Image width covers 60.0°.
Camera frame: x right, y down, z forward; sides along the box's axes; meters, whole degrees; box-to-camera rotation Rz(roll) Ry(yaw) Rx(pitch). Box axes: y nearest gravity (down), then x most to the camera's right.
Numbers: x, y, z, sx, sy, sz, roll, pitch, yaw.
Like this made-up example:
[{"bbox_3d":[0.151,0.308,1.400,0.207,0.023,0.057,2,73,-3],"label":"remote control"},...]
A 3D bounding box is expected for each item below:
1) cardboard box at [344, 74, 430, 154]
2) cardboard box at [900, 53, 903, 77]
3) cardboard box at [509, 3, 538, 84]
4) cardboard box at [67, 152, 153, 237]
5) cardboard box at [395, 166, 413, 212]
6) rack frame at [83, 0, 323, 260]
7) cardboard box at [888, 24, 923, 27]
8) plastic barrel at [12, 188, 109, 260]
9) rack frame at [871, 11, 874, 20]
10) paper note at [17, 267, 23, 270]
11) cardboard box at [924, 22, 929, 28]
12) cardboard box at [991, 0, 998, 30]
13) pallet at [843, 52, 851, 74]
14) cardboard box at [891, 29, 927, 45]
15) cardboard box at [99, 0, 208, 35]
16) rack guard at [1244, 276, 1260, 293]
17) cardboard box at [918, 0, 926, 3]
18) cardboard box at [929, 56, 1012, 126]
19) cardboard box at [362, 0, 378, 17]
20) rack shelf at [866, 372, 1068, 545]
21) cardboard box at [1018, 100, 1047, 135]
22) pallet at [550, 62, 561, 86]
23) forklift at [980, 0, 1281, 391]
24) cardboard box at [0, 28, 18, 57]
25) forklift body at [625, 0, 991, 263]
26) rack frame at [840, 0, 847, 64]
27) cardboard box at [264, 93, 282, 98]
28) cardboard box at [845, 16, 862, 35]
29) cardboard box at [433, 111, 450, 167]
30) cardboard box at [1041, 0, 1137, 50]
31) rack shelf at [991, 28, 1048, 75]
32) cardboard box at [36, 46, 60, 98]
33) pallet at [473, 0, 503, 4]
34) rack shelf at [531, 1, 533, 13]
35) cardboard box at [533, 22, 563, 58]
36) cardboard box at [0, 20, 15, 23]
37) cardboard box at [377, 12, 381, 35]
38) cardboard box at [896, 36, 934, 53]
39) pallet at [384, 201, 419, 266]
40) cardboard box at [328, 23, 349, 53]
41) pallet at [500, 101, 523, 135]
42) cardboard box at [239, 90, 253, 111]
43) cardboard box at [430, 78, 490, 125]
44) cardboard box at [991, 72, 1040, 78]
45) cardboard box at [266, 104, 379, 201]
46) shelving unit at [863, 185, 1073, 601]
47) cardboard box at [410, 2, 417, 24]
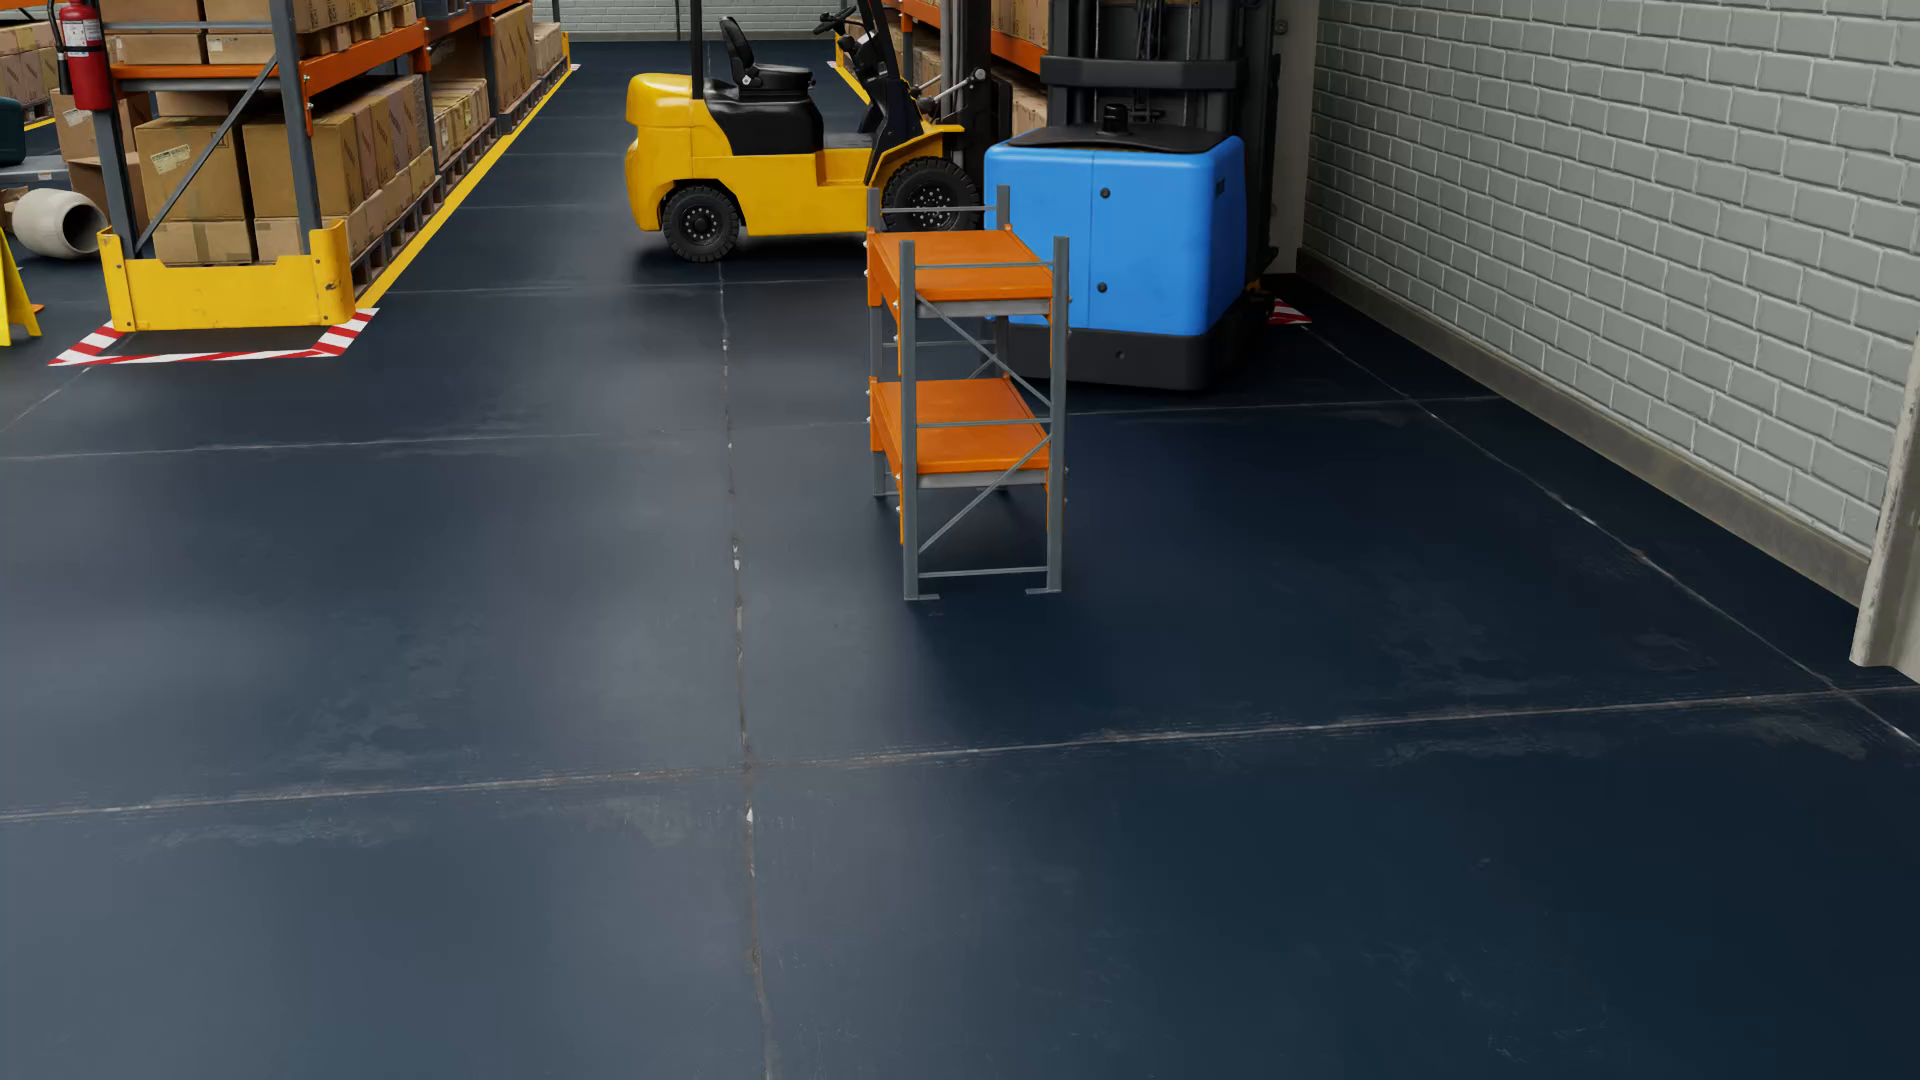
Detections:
[{"bbox_3d":[-4.050,-2.995,11.707,0.500,0.500,0.500,-3,21,-9],"label":"cardboard box"},{"bbox_3d":[-0.340,-4.725,17.051,0.500,0.500,0.500,-2,21,-6],"label":"cardboard box"},{"bbox_3d":[-5.385,-5.687,19.093,0.875,0.875,0.875,-2,21,-6],"label":"cardboard box"},{"bbox_3d":[-5.593,-2.317,11.202,0.500,0.500,0.500,12,24,29],"label":"cardboard box"},{"bbox_3d":[-3.894,-2.284,10.874,0.500,0.250,0.500,-3,21,-7],"label":"cardboard box"},{"bbox_3d":[-3.824,-2.542,8.234,1.000,3.000,0.127,-3,21,-8],"label":"rack frame"},{"bbox_3d":[-0.637,-5.866,19.179,0.380,0.149,0.250,-3,21,-9],"label":"cardboard box"},{"bbox_3d":[-5.620,-1.974,10.396,0.512,0.421,0.421,12,24,30],"label":"plastic barrel"},{"bbox_3d":[-0.643,-6.948,20.032,1.000,3.000,0.127,-3,21,-8],"label":"rack frame"},{"bbox_3d":[-5.732,-1.645,10.107,0.032,0.001,0.123,-3,21,-8],"label":"paper note"},{"bbox_3d":[-0.218,-5.990,19.513,0.380,0.149,0.250,-3,21,-7],"label":"cardboard box"},{"bbox_3d":[0.482,-3.704,11.202,0.500,0.500,0.500,-3,21,-8],"label":"cardboard box"},{"bbox_3d":[-1.093,-6.724,23.419,1.003,0.211,1.213,-3,21,-8],"label":"pallet"},{"bbox_3d":[-0.551,-5.512,18.231,0.380,0.149,0.250,-4,21,-10],"label":"cardboard box"},{"bbox_3d":[-4.175,-2.902,8.631,0.500,0.500,0.500,-3,21,-9],"label":"cardboard box"},{"bbox_3d":[1.091,-1.614,9.323,1.175,0.500,0.348,-3,21,-8],"label":"rack guard"},{"bbox_3d":[-0.095,-4.975,14.963,0.500,0.250,0.500,-4,21,-10],"label":"cardboard box"},{"bbox_3d":[0.210,-3.972,14.857,0.875,0.625,0.625,-4,21,-10],"label":"cardboard box"},{"bbox_3d":[-3.852,-3.437,10.064,0.500,0.500,0.500,-3,21,-9],"label":"cardboard box"},{"bbox_3d":[-0.001,-0.300,5.611,0.538,0.278,1.000,-3,21,-8],"label":"rack shelf"},{"bbox_3d":[0.633,-2.491,9.998,0.500,0.250,0.500,-3,21,-7],"label":"cardboard box"},{"bbox_3d":[-5.765,-6.081,21.695,1.003,0.211,1.213,-3,21,-8],"label":"pallet"},{"bbox_3d":[1.041,-2.508,8.241,1.130,2.935,3.031,7,21,17],"label":"forklift"},{"bbox_3d":[-9.853,-5.003,16.724,0.500,0.250,0.500,-3,21,-7],"label":"cardboard box"},{"bbox_3d":[-0.992,-2.960,10.568,2.313,2.155,1.214,-3,21,-8],"label":"forklift body"},{"bbox_3d":[-1.219,-8.333,23.740,1.000,3.000,0.127,-3,21,-8],"label":"rack frame"},{"bbox_3d":[-4.421,-2.604,10.660,0.500,0.500,0.500,-2,21,-5],"label":"cardboard box"},{"bbox_3d":[-1.225,-7.144,23.524,0.797,0.503,0.637,-4,21,-10],"label":"cardboard box"},{"bbox_3d":[-4.479,-3.074,12.815,0.950,0.372,0.625,-3,21,-7],"label":"cardboard box"},{"bbox_3d":[0.756,-2.997,9.311,0.500,0.500,0.500,-3,21,-9],"label":"cardboard box"},{"bbox_3d":[0.799,-3.149,10.888,1.077,0.370,4.000,-3,21,-8],"label":"rack shelf"},{"bbox_3d":[-10.008,-5.016,17.833,0.500,0.500,0.500,-3,21,-9],"label":"cardboard box"},{"bbox_3d":[-4.769,-4.980,15.038,1.213,0.211,1.003,-3,21,-8],"label":"pallet"},{"bbox_3d":[-5.842,-7.052,21.338,1.077,0.370,4.000,-3,21,-8],"label":"rack shelf"},{"bbox_3d":[-5.937,-6.854,22.843,0.875,0.438,0.875,-4,21,-10],"label":"cardboard box"},{"bbox_3d":[-10.593,-5.520,18.108,0.500,0.250,0.500,-4,21,-10],"label":"cardboard box"},{"bbox_3d":[-3.896,-3.271,10.547,0.380,0.149,0.250,-3,21,-9],"label":"cardboard box"},{"bbox_3d":[-0.458,-5.144,17.247,0.380,0.149,0.250,-4,21,-11],"label":"cardboard box"},{"bbox_3d":[-4.090,-1.966,10.679,1.003,0.211,1.213,-3,21,-8],"label":"pallet"},{"bbox_3d":[-3.668,-2.825,9.352,0.380,0.149,0.250,-3,21,-7],"label":"cardboard box"},{"bbox_3d":[-5.016,-4.282,16.879,1.003,0.211,1.213,-3,21,-8],"label":"pallet"},{"bbox_3d":[-4.350,-2.581,9.670,0.380,0.149,0.250,-3,21,-7],"label":"cardboard box"},{"bbox_3d":[-4.906,-4.081,15.512,0.950,0.372,0.625,-4,21,-11],"label":"cardboard box"},{"bbox_3d":[0.333,-3.195,11.883,0.500,0.250,0.500,-3,21,-8],"label":"cardboard box"},{"bbox_3d":[-3.751,-2.284,9.802,0.500,0.500,0.500,-4,21,-10],"label":"cardboard box"},{"bbox_3d":[-0.001,-0.529,5.526,0.538,1.125,1.048,-3,21,-8],"label":"shelving unit"},{"bbox_3d":[-4.053,-3.713,11.730,0.380,0.149,0.250,-3,21,-8],"label":"cardboard box"}]
